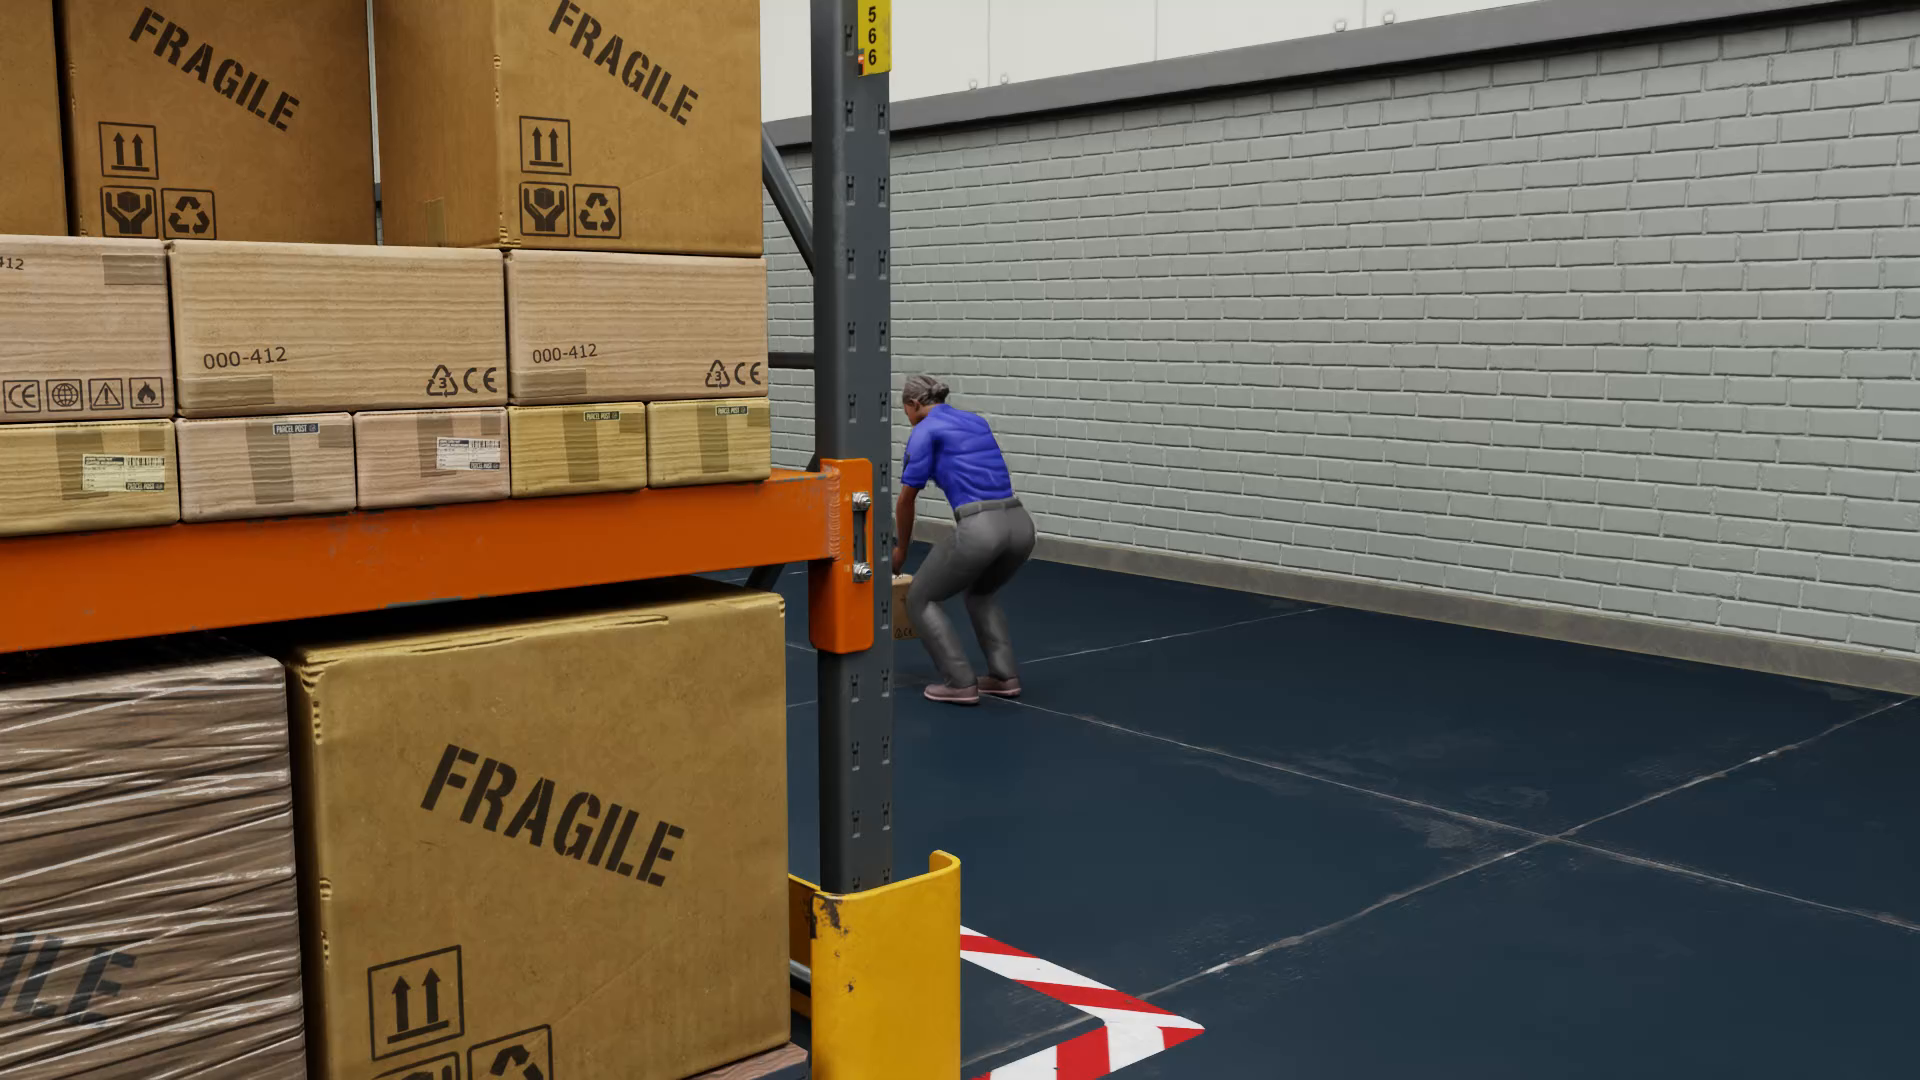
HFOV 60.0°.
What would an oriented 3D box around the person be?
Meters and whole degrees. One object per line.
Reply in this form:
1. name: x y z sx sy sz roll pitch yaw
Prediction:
1. person: -0.010 -0.003 6.997 0.496 1.364 0.635 -6 10 -41
